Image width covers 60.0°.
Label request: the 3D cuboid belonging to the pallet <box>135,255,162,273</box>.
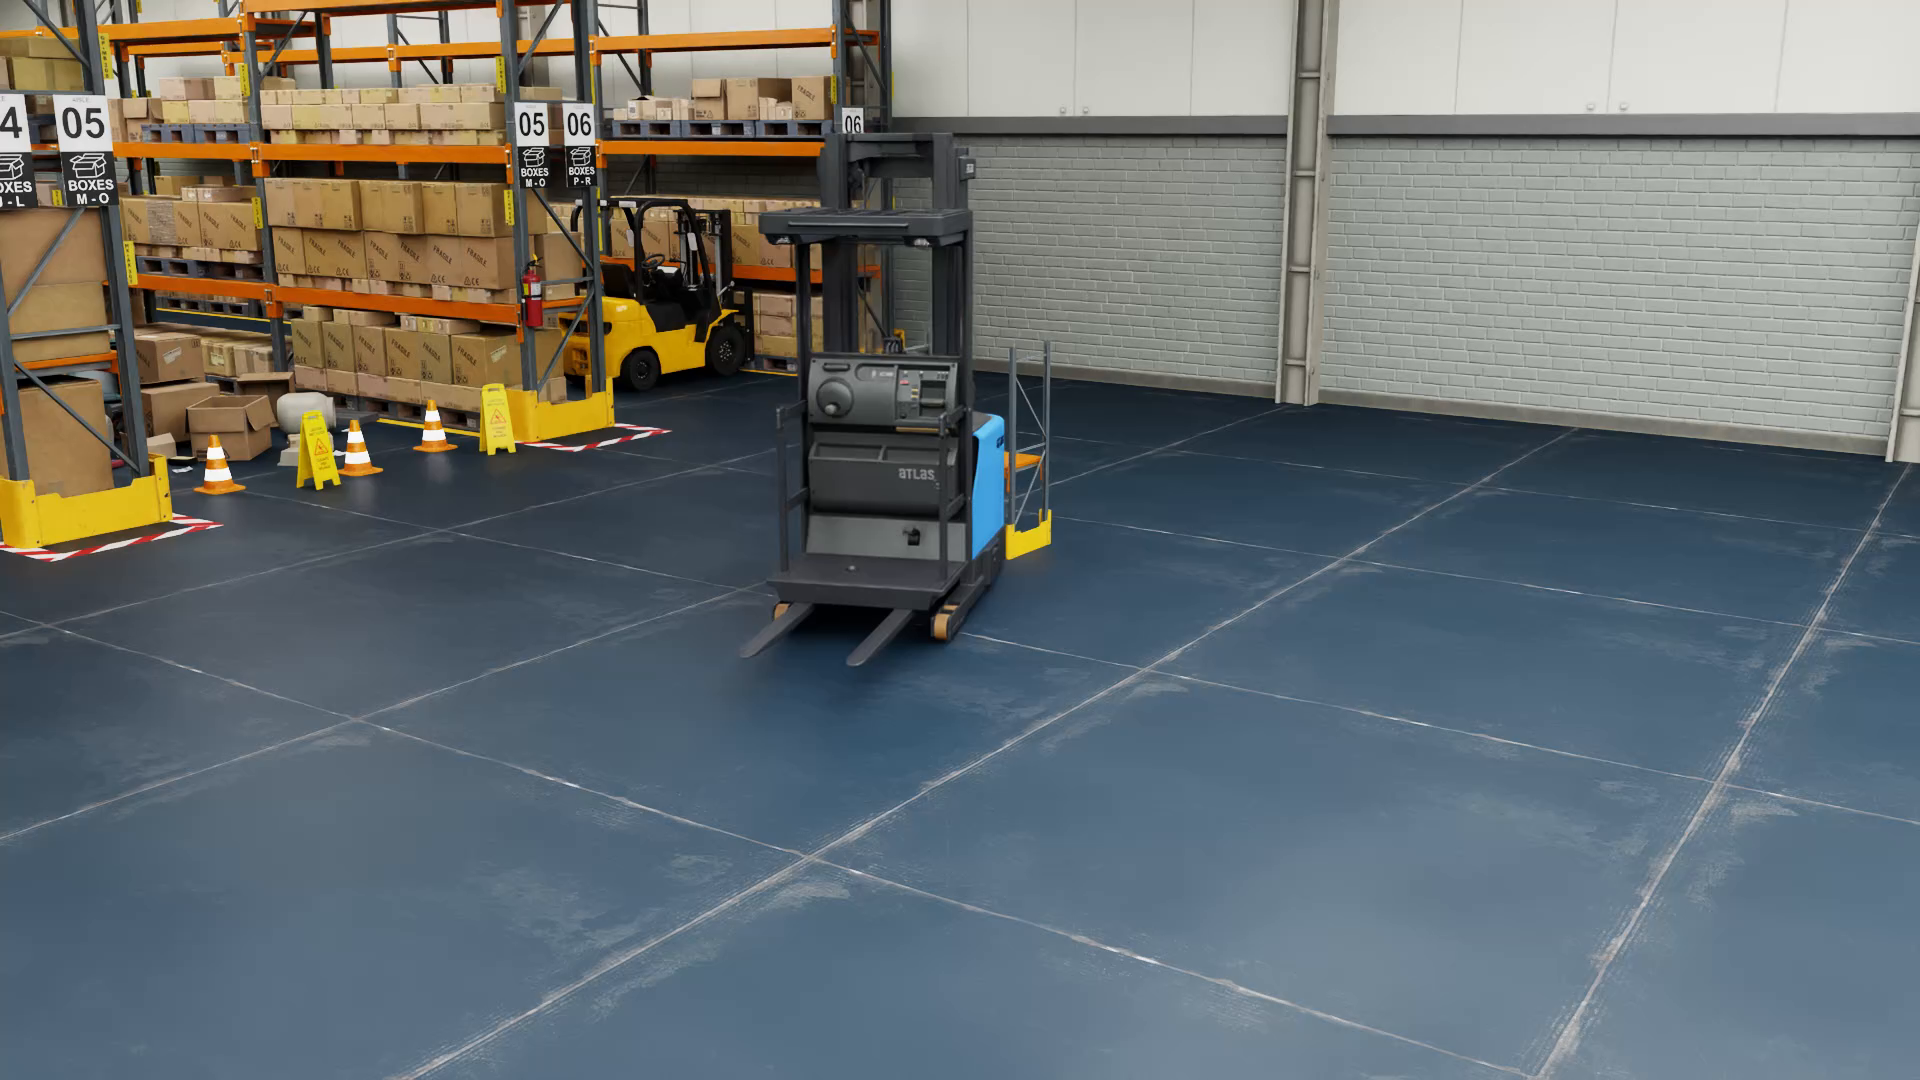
[{"bbox_3d":[-9.910,-3.433,20.348,1.003,0.211,1.213,9,17,33],"label":"pallet"}]

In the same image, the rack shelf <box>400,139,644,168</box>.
[{"bbox_3d":[-6.134,-5.429,23.268,4.000,0.370,1.077,9,17,33],"label":"rack shelf"}]

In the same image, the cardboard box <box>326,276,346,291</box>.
[{"bbox_3d":[-6.498,-2.743,17.683,0.250,0.149,0.380,10,17,35],"label":"cardboard box"}]

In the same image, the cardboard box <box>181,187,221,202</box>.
[{"bbox_3d":[-8.571,-3.914,18.843,0.250,0.149,0.380,8,16,30],"label":"cardboard box"}]

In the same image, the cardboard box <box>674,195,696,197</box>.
[{"bbox_3d":[-3.629,-4.505,22.101,0.250,0.149,0.380,9,17,32],"label":"cardboard box"}]

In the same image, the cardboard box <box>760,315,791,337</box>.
[{"bbox_3d":[-2.144,-2.702,20.803,0.500,0.250,0.500,9,17,32],"label":"cardboard box"}]

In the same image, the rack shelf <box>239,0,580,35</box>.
[{"bbox_3d":[-5.582,-5.357,16.741,4.000,0.370,1.077,9,17,33],"label":"rack shelf"}]

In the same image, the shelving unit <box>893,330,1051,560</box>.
[{"bbox_3d":[0.063,-0.718,12.102,1.083,1.500,0.587,9,17,33],"label":"shelving unit"}]

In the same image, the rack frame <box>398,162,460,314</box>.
[{"bbox_3d":[-7.794,-4.591,24.625,0.127,3.000,1.000,9,17,33],"label":"rack frame"}]

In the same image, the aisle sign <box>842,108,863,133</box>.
[{"bbox_3d":[-1.265,-4.712,19.707,0.004,0.787,0.394,9,17,33],"label":"aisle sign"}]

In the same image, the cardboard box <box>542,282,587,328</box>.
[{"bbox_3d":[-5.554,-3.279,23.393,0.625,0.625,0.875,9,17,32],"label":"cardboard box"}]

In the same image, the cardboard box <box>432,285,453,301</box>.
[{"bbox_3d":[-5.056,-2.492,16.671,0.250,0.149,0.380,10,17,34],"label":"cardboard box"}]

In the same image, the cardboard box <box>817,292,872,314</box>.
[{"bbox_3d":[-1.449,-2.974,20.864,0.500,0.250,0.500,9,16,32],"label":"cardboard box"}]

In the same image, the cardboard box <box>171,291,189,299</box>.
[{"bbox_3d":[-12.907,-4.340,27.940,0.500,0.500,0.500,10,17,34],"label":"cardboard box"}]

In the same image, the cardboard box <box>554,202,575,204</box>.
[{"bbox_3d":[-5.463,-4.656,23.332,0.250,0.149,0.380,9,17,33],"label":"cardboard box"}]

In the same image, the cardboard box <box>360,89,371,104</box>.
[{"bbox_3d":[-5.827,-4.486,16.823,0.250,0.149,0.380,10,17,34],"label":"cardboard box"}]

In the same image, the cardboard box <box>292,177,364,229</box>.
[{"bbox_3d":[-6.586,-3.567,17.583,0.500,0.500,0.700,9,17,33],"label":"cardboard box"}]

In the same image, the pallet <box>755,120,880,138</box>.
[{"bbox_3d":[-1.728,-5.031,20.345,1.213,0.211,1.003,9,17,33],"label":"pallet"}]

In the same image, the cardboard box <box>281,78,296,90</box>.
[{"bbox_3d":[-7.922,-5.117,18.906,0.500,0.250,0.500,9,16,32],"label":"cardboard box"}]

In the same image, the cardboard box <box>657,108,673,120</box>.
[{"bbox_3d":[-3.634,-5.417,21.161,0.250,0.149,0.380,10,17,34],"label":"cardboard box"}]

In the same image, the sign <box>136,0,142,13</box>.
[{"bbox_3d":[-14.105,-9.214,28.543,0.005,0.325,0.100,9,17,33],"label":"sign"}]

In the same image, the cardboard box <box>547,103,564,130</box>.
[{"bbox_3d":[-4.191,-4.176,16.400,0.500,0.250,0.500,9,16,32],"label":"cardboard box"}]

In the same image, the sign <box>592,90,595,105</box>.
[{"bbox_3d":[-4.769,-5.804,21.555,0.005,0.325,0.100,9,17,33],"label":"sign"}]

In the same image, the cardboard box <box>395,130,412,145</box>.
[{"bbox_3d":[-5.422,-4.031,16.645,0.250,0.149,0.380,9,16,31],"label":"cardboard box"}]

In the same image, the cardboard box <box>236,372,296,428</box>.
[{"bbox_3d":[-7.112,-1.437,17.082,0.500,0.500,0.500,-4,14,-16],"label":"cardboard box"}]

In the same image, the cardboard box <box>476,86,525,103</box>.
[{"bbox_3d":[-4.368,-4.235,15.810,0.250,0.149,0.380,9,17,33],"label":"cardboard box"}]

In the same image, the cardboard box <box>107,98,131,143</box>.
[{"bbox_3d":[-9.780,-4.976,19.731,0.500,0.500,0.700,9,17,33],"label":"cardboard box"}]

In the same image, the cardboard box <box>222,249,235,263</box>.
[{"bbox_3d":[-8.032,-3.199,18.651,0.250,0.149,0.380,9,16,31],"label":"cardboard box"}]

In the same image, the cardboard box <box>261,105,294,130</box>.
[{"bbox_3d":[-7.030,-4.478,17.621,0.500,0.250,0.500,9,16,32],"label":"cardboard box"}]

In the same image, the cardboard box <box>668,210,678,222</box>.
[{"bbox_3d":[-3.529,-4.175,21.389,0.250,0.149,0.380,9,17,32],"label":"cardboard box"}]

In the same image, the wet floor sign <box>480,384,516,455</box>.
[{"bbox_3d":[-4.362,-1.146,15.609,0.267,0.644,0.232,-10,17,-35],"label":"wet floor sign"}]

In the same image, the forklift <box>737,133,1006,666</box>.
[{"bbox_3d":[-0.519,-0.920,9.940,1.130,2.935,3.031,3,14,13],"label":"forklift"}]

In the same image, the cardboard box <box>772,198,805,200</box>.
[{"bbox_3d":[-2.170,-4.254,21.089,0.250,0.149,0.380,10,17,35],"label":"cardboard box"}]

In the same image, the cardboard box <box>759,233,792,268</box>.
[{"bbox_3d":[-2.136,-3.651,20.623,0.500,0.500,0.500,10,17,35],"label":"cardboard box"}]

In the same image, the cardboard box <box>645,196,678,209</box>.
[{"bbox_3d":[-3.892,-4.411,21.721,0.250,0.149,0.380,9,16,32],"label":"cardboard box"}]

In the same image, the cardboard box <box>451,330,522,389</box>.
[{"bbox_3d":[-4.733,-1.816,16.705,0.500,0.500,0.500,9,17,33],"label":"cardboard box"}]

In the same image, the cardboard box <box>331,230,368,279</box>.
[{"bbox_3d":[-6.193,-3.010,17.412,0.500,0.500,0.500,9,17,32],"label":"cardboard box"}]

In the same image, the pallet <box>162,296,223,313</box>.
[{"bbox_3d":[-12.699,-4.029,28.160,1.213,0.211,1.003,9,17,33],"label":"pallet"}]

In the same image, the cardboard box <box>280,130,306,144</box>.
[{"bbox_3d":[-6.935,-4.261,17.572,0.250,0.149,0.380,9,17,33],"label":"cardboard box"}]

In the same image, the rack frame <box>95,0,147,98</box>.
[{"bbox_3d":[-14.432,-8.576,28.238,0.127,3.000,1.000,9,17,33],"label":"rack frame"}]

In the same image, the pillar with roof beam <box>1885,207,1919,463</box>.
[{"bbox_3d":[6.324,-4.235,10.705,0.400,9.000,9.100,9,17,33],"label":"pillar with roof beam"}]

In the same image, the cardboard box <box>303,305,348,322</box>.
[{"bbox_3d":[-6.833,-2.450,17.917,0.250,0.149,0.380,9,17,34],"label":"cardboard box"}]

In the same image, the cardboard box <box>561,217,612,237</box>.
[{"bbox_3d":[-5.025,-4.239,22.476,0.500,0.250,0.500,9,16,32],"label":"cardboard box"}]

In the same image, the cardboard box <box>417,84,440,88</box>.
[{"bbox_3d":[-7.329,-6.202,23.601,0.500,0.500,0.500,9,17,33],"label":"cardboard box"}]

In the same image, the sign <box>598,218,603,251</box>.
[{"bbox_3d":[-3.620,-3.056,16.624,0.005,0.325,0.100,9,17,33],"label":"sign"}]

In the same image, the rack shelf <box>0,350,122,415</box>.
[{"bbox_3d":[-8.261,-1.446,13.419,4.000,0.370,1.077,9,17,33],"label":"rack shelf"}]

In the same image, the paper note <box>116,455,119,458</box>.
[{"bbox_3d":[-7.772,-0.801,15.512,0.172,0.023,0.155,-10,17,-35],"label":"paper note"}]

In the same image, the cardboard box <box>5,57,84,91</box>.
[{"bbox_3d":[-6.859,-3.423,12.277,0.500,0.250,0.500,9,17,33],"label":"cardboard box"}]

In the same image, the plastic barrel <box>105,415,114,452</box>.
[{"bbox_3d":[-8.123,-0.967,15.347,0.512,0.421,0.421,-4,14,-16],"label":"plastic barrel"}]

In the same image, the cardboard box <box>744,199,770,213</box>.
[{"bbox_3d":[-2.468,-4.149,20.665,0.250,0.149,0.380,10,17,34],"label":"cardboard box"}]

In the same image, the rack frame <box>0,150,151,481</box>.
[{"bbox_3d":[-6.602,-1.527,12.249,0.127,3.000,1.000,9,17,33],"label":"rack frame"}]

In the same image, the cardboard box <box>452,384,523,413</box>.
[{"bbox_3d":[-4.764,-1.455,16.805,0.500,0.250,0.500,9,17,33],"label":"cardboard box"}]

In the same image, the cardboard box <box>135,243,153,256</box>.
[{"bbox_3d":[-9.518,-3.453,19.680,0.250,0.149,0.380,10,17,36],"label":"cardboard box"}]

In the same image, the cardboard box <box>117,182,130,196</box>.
[{"bbox_3d":[-10.834,-4.249,20.957,0.500,0.500,0.500,9,16,31],"label":"cardboard box"}]

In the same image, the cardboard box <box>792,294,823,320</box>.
[{"bbox_3d":[-1.712,-2.872,20.449,0.500,0.250,0.500,10,17,35],"label":"cardboard box"}]

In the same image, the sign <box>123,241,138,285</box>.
[{"bbox_3d":[-6.287,-2.096,12.580,0.005,0.325,0.100,9,17,33],"label":"sign"}]

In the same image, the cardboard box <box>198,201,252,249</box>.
[{"bbox_3d":[-8.165,-3.543,18.693,0.500,0.500,0.500,9,17,33],"label":"cardboard box"}]
